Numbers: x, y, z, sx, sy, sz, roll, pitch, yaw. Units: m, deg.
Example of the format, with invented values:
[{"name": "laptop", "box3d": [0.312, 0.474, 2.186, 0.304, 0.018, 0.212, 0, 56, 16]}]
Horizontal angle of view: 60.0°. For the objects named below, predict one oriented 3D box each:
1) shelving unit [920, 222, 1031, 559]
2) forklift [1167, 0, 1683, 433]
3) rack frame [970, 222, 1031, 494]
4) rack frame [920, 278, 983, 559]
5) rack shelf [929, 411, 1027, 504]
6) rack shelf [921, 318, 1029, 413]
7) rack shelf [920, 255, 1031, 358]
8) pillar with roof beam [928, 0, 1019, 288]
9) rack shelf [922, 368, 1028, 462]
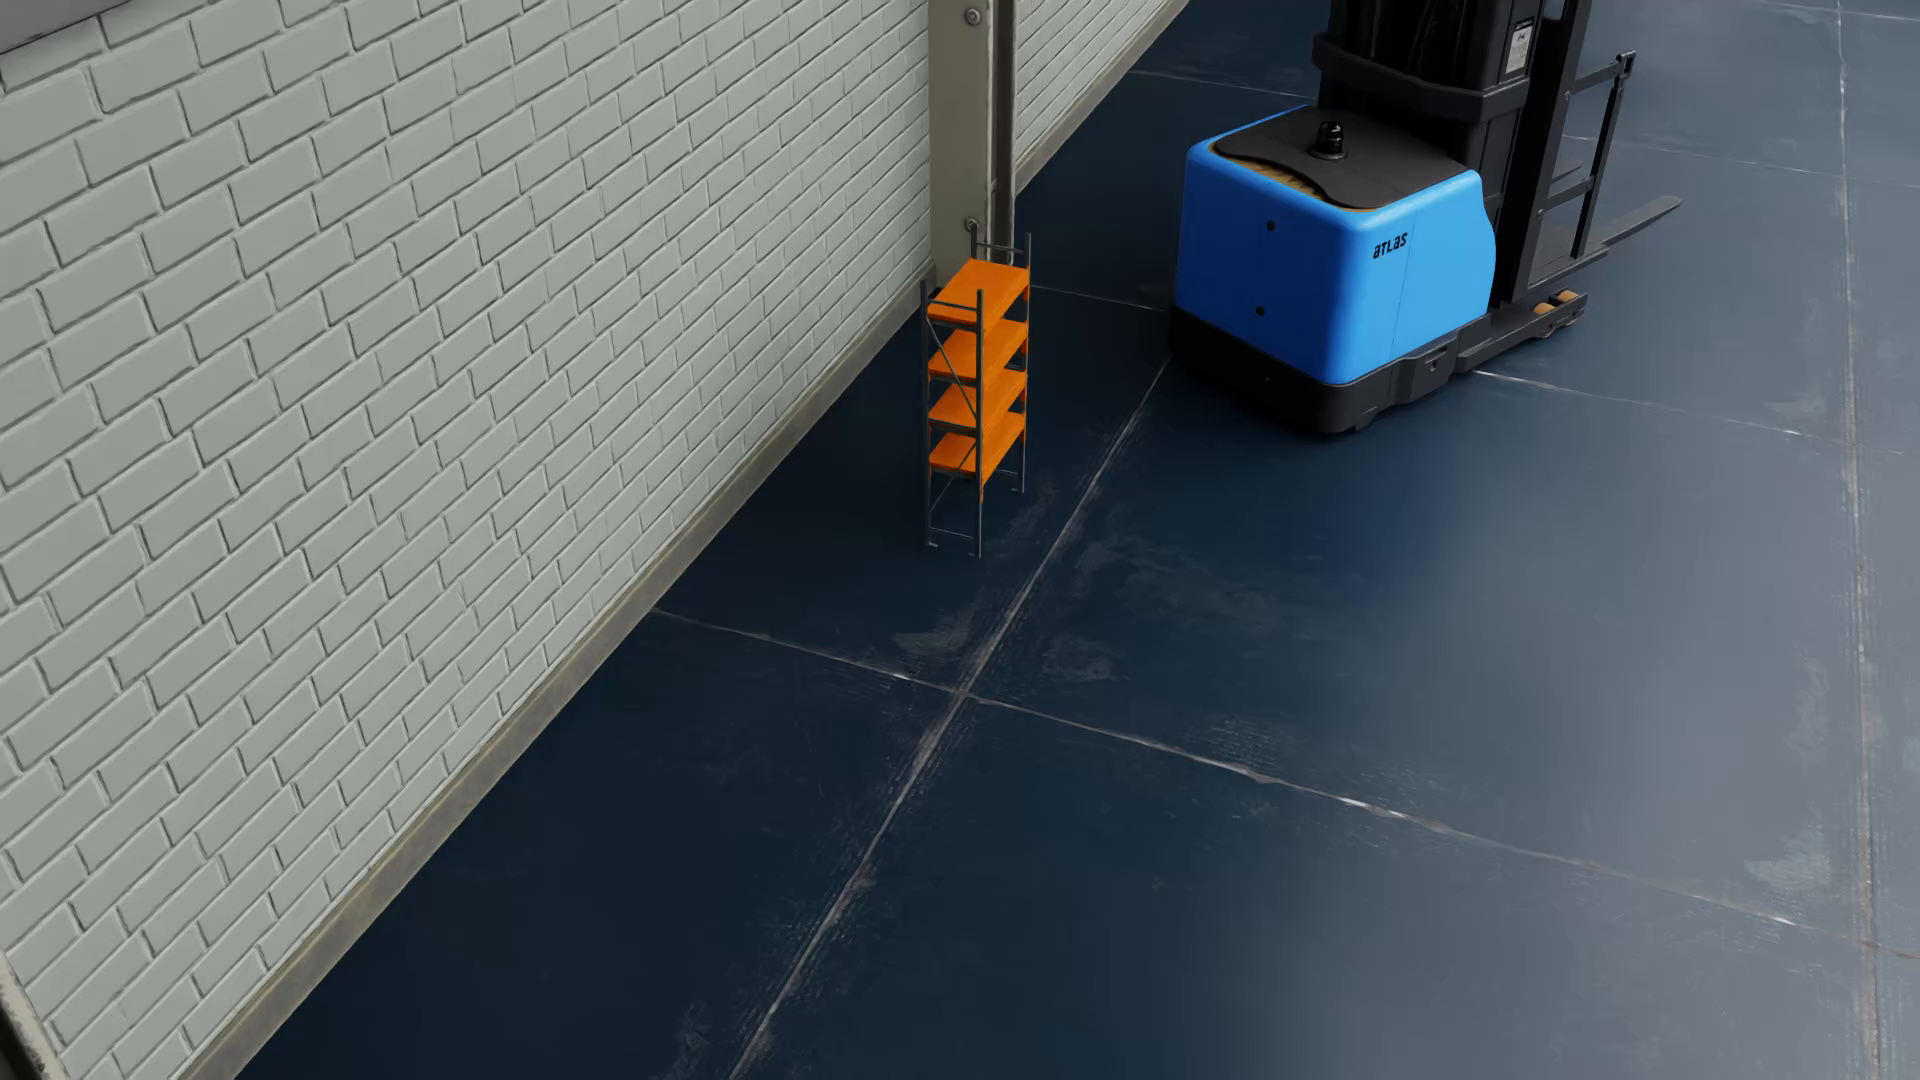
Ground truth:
[{"name": "shelving unit", "box3d": [0.063, -0.572, 6.513, 0.258, 1.200, 0.503, 14, 39, 18]}, {"name": "forklift", "box3d": [2.437, -2.373, 7.476, 3.031, 2.935, 1.130, -26, 44, -31]}, {"name": "rack frame", "box3d": [0.156, -0.707, 6.694, 0.240, 1.200, 0.015, 14, 39, 18]}, {"name": "rack frame", "box3d": [-0.030, -0.437, 6.333, 0.240, 1.200, 0.015, 14, 39, 18]}, {"name": "rack shelf", "box3d": [0.063, -0.359, 6.673, 0.258, 0.148, 0.480, 14, 39, 18]}, {"name": "rack shelf", "box3d": [0.063, -0.698, 6.420, 0.258, 0.148, 0.480, 14, 39, 18]}, {"name": "rack shelf", "box3d": [0.063, -0.887, 6.278, 0.258, 0.148, 0.480, 14, 39, 18]}, {"name": "pillar with roof beam", "box3d": [4.045, -3.998, 4.582, 9.100, 9.000, 0.400, 14, 39, 18]}, {"name": "rack shelf", "box3d": [0.063, -0.518, 6.554, 0.258, 0.148, 0.480, 14, 39, 18]}]
